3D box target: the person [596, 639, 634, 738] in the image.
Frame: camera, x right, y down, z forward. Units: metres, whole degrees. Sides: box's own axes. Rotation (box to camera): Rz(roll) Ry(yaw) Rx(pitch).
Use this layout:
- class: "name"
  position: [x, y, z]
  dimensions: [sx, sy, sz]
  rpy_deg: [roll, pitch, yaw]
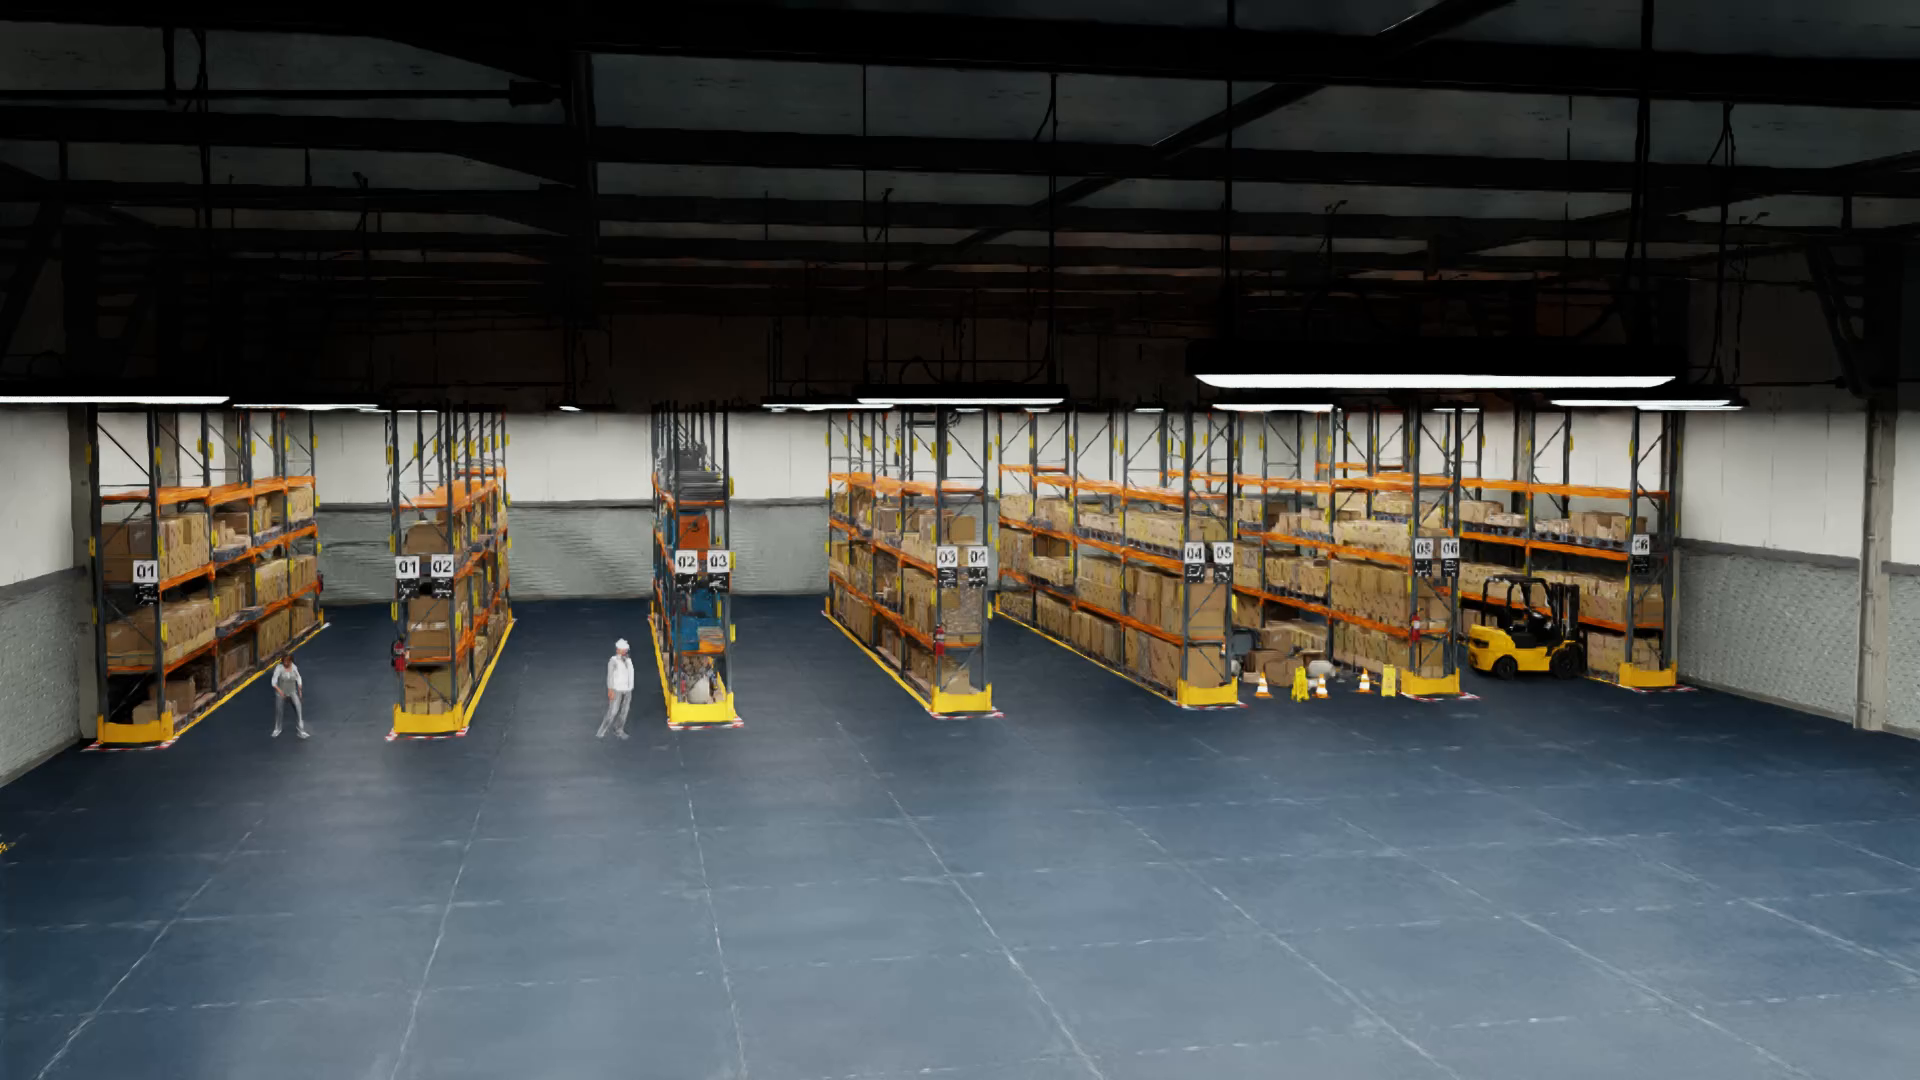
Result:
- class: "person"
  position: [-6.074, 2.629, 29.331]
  dimensions: [0.515, 1.758, 0.690]
  rpy_deg: [3, 5, 37]

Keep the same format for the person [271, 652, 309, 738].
- class: "person"
  position: [-11.907, 2.730, 29.436]
  dimensions: [0.560, 1.530, 0.774]
  rpy_deg: [-2, 5, -30]

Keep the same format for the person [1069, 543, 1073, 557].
- class: "person"
  position: [3.442, 0.924, 52.218]
  dimensions: [0.587, 1.738, 0.584]
  rpy_deg: [2, 5, 24]

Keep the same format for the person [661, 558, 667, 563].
- class: "person"
  position: [-8.781, 1.051, 50.545]
  dimensions: [0.701, 1.718, 0.849]
  rpy_deg: [-2, 5, -29]
